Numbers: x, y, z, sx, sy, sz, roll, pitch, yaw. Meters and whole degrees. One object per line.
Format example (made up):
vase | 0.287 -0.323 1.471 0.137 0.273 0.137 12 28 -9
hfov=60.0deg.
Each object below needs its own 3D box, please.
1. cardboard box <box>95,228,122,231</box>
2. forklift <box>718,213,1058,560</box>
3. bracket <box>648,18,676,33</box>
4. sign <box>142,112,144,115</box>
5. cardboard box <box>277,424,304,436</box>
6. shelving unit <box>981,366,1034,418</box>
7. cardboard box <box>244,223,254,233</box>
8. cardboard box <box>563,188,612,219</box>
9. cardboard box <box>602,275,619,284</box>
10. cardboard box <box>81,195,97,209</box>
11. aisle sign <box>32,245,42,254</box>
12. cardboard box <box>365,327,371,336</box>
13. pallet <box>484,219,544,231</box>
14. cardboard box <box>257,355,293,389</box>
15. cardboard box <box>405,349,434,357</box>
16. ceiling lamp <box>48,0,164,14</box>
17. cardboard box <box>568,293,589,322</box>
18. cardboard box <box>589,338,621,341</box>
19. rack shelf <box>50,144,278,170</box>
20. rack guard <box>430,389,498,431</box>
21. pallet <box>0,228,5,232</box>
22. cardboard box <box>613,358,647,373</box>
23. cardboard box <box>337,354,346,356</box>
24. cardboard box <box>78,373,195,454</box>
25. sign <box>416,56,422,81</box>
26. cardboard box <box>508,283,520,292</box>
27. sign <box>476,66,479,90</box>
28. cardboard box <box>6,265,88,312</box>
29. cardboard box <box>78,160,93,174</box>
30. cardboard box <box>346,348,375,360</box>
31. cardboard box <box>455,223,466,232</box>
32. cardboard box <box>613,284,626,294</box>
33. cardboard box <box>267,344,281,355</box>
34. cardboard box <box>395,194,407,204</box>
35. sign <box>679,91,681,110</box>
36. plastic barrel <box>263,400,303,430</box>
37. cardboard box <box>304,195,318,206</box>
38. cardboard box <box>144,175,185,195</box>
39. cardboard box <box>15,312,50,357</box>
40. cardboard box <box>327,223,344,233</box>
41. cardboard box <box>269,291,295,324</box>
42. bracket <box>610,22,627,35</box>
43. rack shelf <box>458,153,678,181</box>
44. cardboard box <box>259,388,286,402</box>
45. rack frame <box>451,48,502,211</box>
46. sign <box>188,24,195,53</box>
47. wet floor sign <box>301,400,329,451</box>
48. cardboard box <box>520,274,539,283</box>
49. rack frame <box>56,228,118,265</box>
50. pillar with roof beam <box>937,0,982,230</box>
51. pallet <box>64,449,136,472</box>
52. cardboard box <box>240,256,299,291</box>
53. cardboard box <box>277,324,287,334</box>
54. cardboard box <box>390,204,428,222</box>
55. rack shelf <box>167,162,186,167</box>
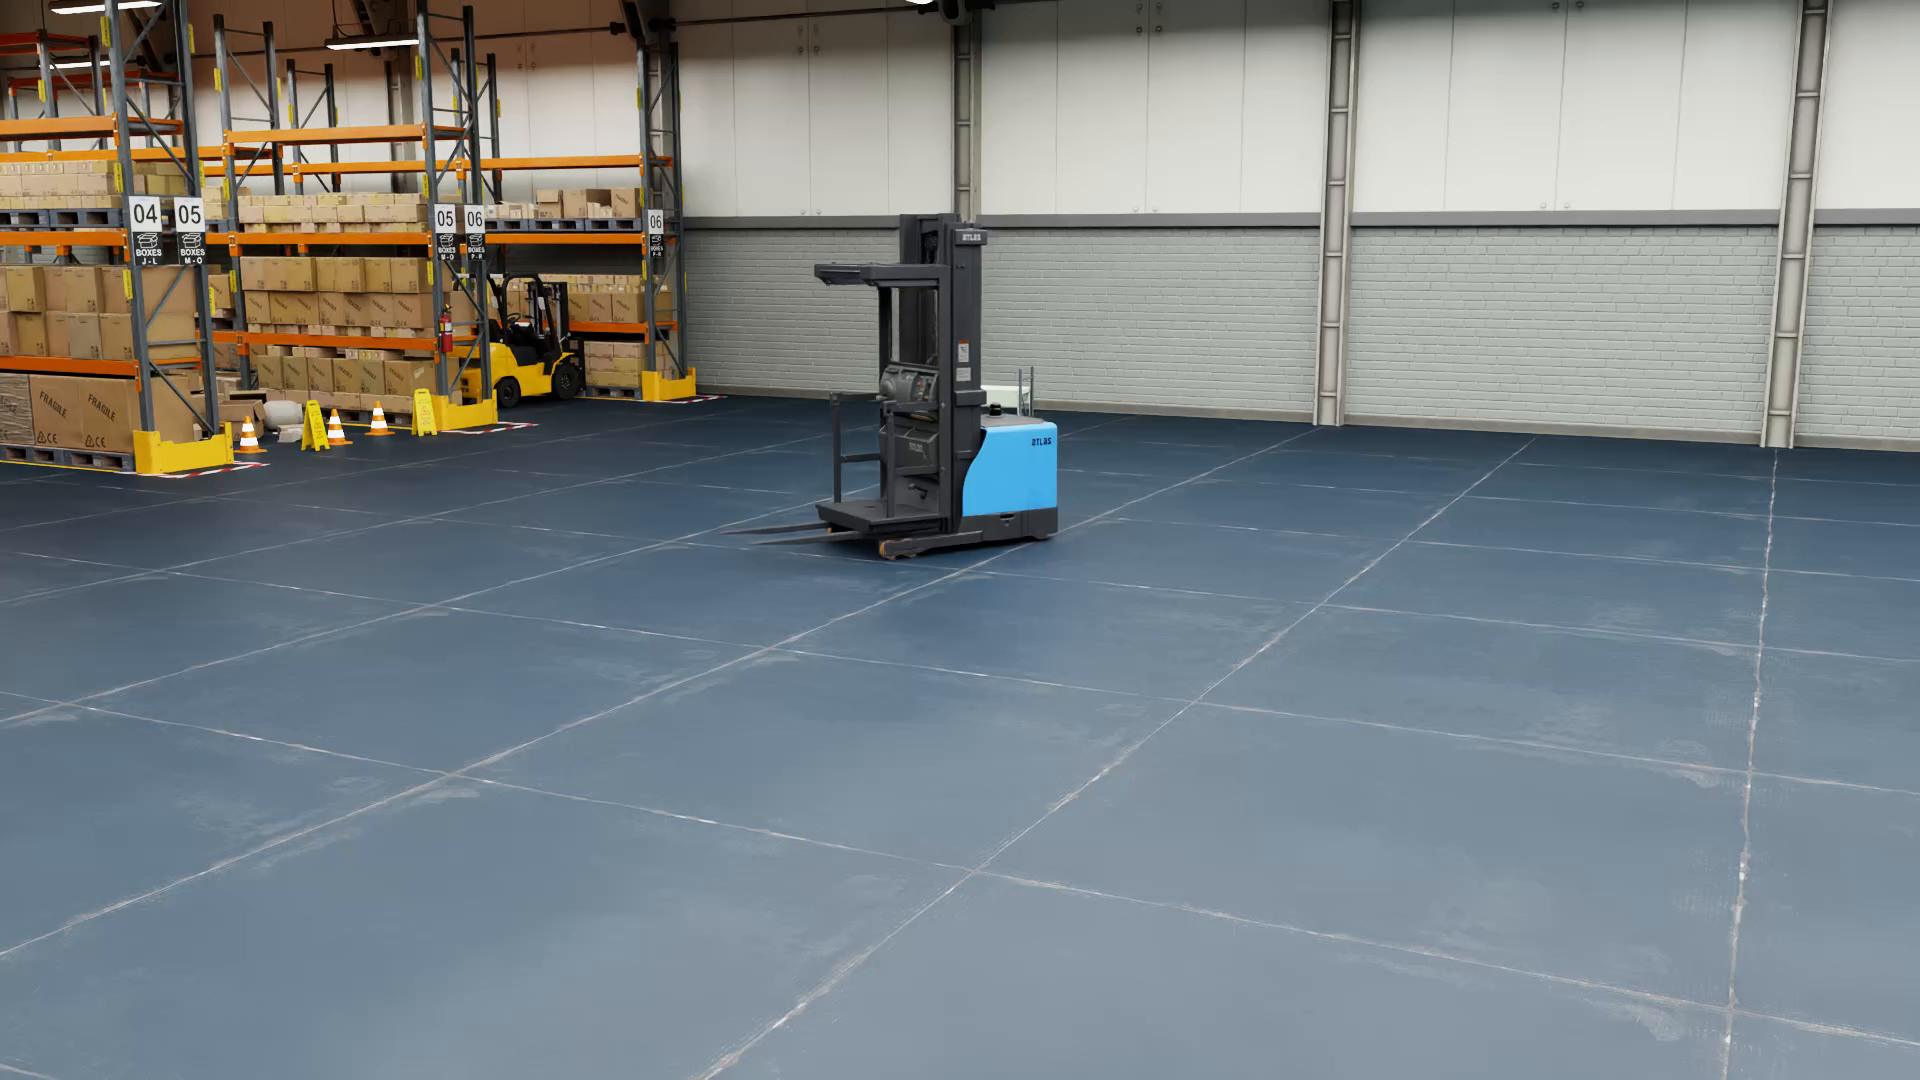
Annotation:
cardboard box | -13.578 -5.227 26.986 0.500 0.500 0.700 5 11 26
forklift | -0.627 -1.380 14.624 3.031 2.935 1.130 -6 12 -31
bracket | -5.067 -8.774 28.332 0.430 0.232 0.235 5 11 26
sign | -16.074 -8.252 32.712 0.005 0.325 0.100 5 11 26
cardboard box | -9.318 -1.526 23.242 0.380 0.149 0.250 -7 12 -33
shelving unit | 0.292 -0.933 16.175 0.755 1.500 0.431 4 11 20
cardboard box | -10.663 -4.751 25.342 0.250 0.149 0.380 5 11 25
cardboard box | -6.435 -5.815 28.772 0.500 0.500 0.700 5 11 26
cardboard box | -5.952 -4.481 28.629 0.250 0.149 0.380 5 12 27
cardboard box | -10.022 -3.950 19.454 0.250 0.149 0.380 5 11 26
aisle sign | -19.596 -6.439 35.088 0.004 0.787 0.394 5 11 26
cardboard box | -8.587 -3.104 24.661 0.250 0.149 0.380 5 11 27
pallet | -7.867 -5.625 29.716 1.213 0.211 1.003 5 11 26
cardboard box | -10.426 -2.596 25.588 0.500 0.500 0.500 6 12 29
cardboard box | -9.809 -3.396 31.060 0.625 0.625 0.875 5 11 25
ceiling lamp | -11.682 -8.928 22.902 2.000 3.185 0.800 5 11 26
cardboard box | -6.534 -4.070 29.013 0.500 0.500 0.500 5 11 25
cardboard box | -6.297 -3.435 29.519 0.500 0.250 0.500 5 11 25
rack shelf | -12.630 -6.022 26.379 4.000 0.370 1.077 5 11 26
rack guard | -7.317 -1.924 24.456 0.348 0.500 1.175 5 11 26
pallet | -16.028 -5.291 28.151 1.213 0.211 1.003 6 12 28
cardboard box | -5.631 -3.029 28.682 0.500 0.250 0.500 5 11 25
cardboard box | -9.272 -2.602 25.621 0.500 0.500 0.500 6 12 29
cardboard box | -9.986 -1.553 20.177 0.875 0.875 0.875 5 11 26
sign | -7.513 -6.550 23.088 0.005 0.325 0.100 5 11 26
cardboard box | -7.806 -4.490 29.513 0.250 0.149 0.380 5 12 27
sign | -7.009 -6.685 24.055 0.005 0.325 0.100 5 11 26
cardboard box | -11.173 -3.105 20.513 0.500 0.550 0.875 5 11 26
cardboard box | -10.024 -4.342 19.384 0.250 0.149 0.380 5 11 26
cardboard box | -8.901 -2.771 24.731 0.250 0.149 0.380 6 12 28
cardboard box | -7.403 -4.578 24.387 0.250 0.149 0.380 5 11 26
cardboard box | -5.733 -4.307 28.505 0.250 0.149 0.380 5 12 27
cardboard box | -13.149 -3.588 32.473 0.500 0.500 0.500 5 11 25
cardboard box | -7.897 -4.899 23.918 0.250 0.149 0.380 5 12 27
sign | -4.805 -7.519 28.438 0.005 0.325 0.100 5 11 26
plastic barrel | -9.771 -1.801 23.994 0.512 0.421 0.421 -4 11 -23
cardboard box | -9.506 -5.037 24.683 0.250 0.149 0.380 5 11 25
cardboard box | -9.668 -4.233 19.899 0.500 0.250 0.500 5 11 26
cardboard box | -11.145 -2.584 20.666 0.500 0.550 0.875 5 11 26
cardboard box | -9.090 -4.598 24.494 0.250 0.149 0.380 5 11 25
cardboard box | -10.104 -3.544 25.271 0.500 0.500 0.500 5 11 26
bracket | -5.811 -8.839 28.694 0.430 0.232 0.235 5 11 26
rack shelf | -6.850 -6.500 29.019 4.000 0.370 1.077 5 11 26
cardboard box | -10.426 -2.227 25.655 0.500 0.250 0.500 4 11 23
rack frame | -8.643 -7.208 29.790 0.127 3.000 1.000 5 11 26
sign | -9.097 -5.927 19.644 0.005 0.325 0.100 5 11 26
wet floor sign | -8.447 -1.505 21.733 0.232 0.644 0.267 3 11 16
cardboard box | -7.551 -4.621 29.401 0.250 0.149 0.380 5 11 25
rack frame | -14.423 -3.778 27.684 0.127 3.000 1.000 5 11 26
pillar with roof beam | -1.806 -5.931 22.735 0.548 9.000 9.100 5 11 26
pallet | -10.100 -1.028 20.316 1.213 0.211 1.003 5 11 26
cardboard box | -10.537 -4.081 25.435 0.500 0.500 0.700 5 11 25
cardboard box | -10.194 -3.236 25.392 0.250 0.149 0.380 5 11 26
cardboard box | -7.827 -4.694 23.905 0.500 0.250 0.500 5 11 25
rack shelf | -17.611 -7.641 34.208 4.000 0.370 1.077 5 11 26
